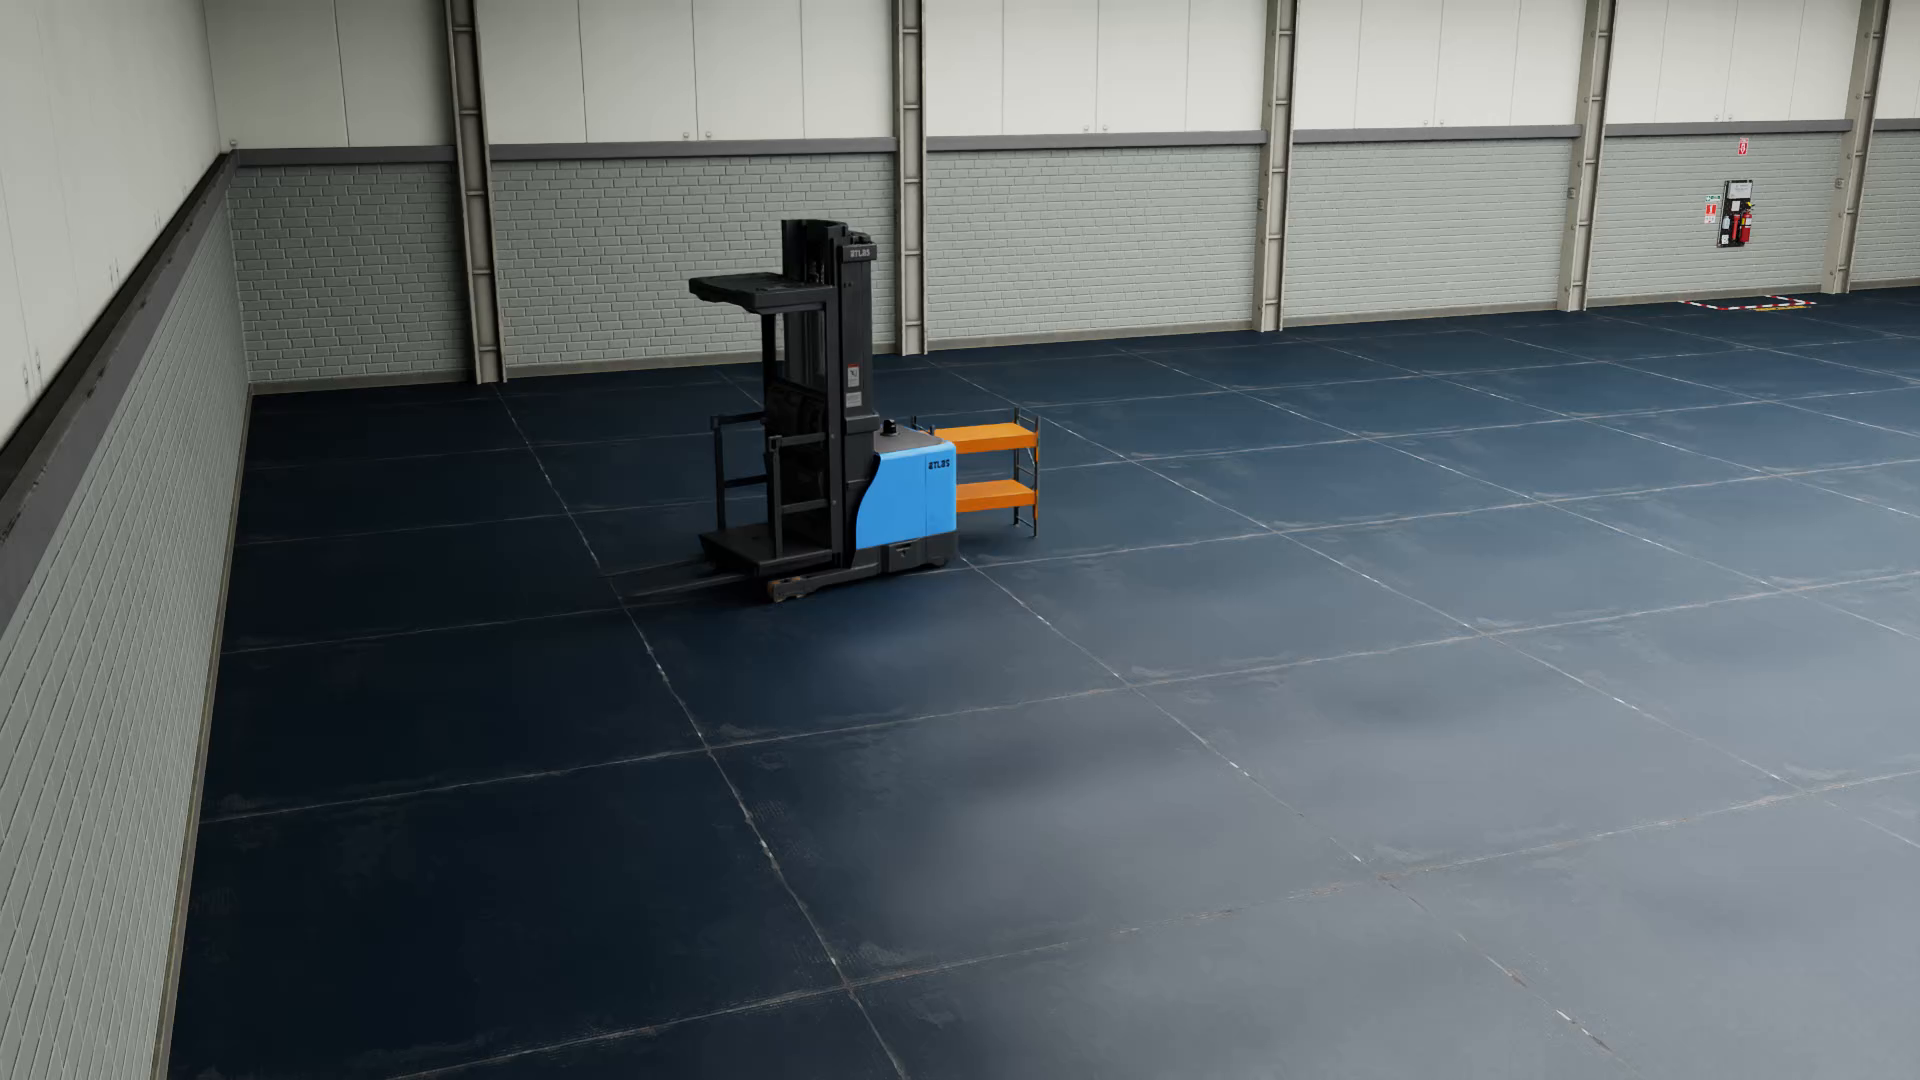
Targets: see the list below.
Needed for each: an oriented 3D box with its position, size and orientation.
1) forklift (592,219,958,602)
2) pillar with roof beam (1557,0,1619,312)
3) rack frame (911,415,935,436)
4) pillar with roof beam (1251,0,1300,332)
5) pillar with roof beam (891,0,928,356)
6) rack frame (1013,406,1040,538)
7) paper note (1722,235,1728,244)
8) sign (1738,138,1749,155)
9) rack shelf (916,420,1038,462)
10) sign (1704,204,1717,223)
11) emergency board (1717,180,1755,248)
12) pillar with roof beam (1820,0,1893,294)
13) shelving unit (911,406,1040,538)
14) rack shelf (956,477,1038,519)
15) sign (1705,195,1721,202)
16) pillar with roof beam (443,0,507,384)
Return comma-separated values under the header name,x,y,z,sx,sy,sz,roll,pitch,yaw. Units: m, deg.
name,x,y,z,sx,sy,sz,roll,pitch,yaw
forklift,-1.522,-1.075,13.557,3.031,2.935,1.130,-11,20,-33
pillar with roof beam,12.031,-7.139,23.439,0.400,9.000,9.100,-6,17,-20
rack frame,-0.329,-0.517,14.861,0.032,1.125,0.500,-7,18,-21
pillar with roof beam,6.429,-6.535,21.379,0.400,9.000,9.100,-6,17,-20
pillar with roof beam,0.826,-5.930,19.320,0.400,9.000,9.100,-6,17,-20
rack frame,0.611,-0.625,15.232,0.032,1.125,0.500,-7,18,-21
paper note,13.582,-5.337,29.513,0.142,0.148,0.016,-6,17,-20
sign,13.729,-6.897,29.147,0.199,0.298,0.001,-6,17,-20
rack shelf,0.141,-0.852,14.964,1.000,0.278,0.538,-7,18,-21
sign,13.219,-5.748,29.285,0.234,0.329,0.001,-6,17,-20
emergency board,13.772,-5.760,29.387,0.643,1.169,0.194,-6,17,-20
pillar with roof beam,17.634,-7.744,25.499,0.400,9.000,9.100,-6,17,-20
shelving unit,0.141,-0.571,15.046,1.048,1.125,0.538,-7,18,-21
rack shelf,0.141,-0.336,15.115,1.000,0.278,0.538,-7,18,-21
sign,13.227,-6.000,29.204,0.331,0.109,0.001,-6,17,-20
pillar with roof beam,-4.777,-5.325,17.260,0.400,9.000,9.100,-6,17,-20
